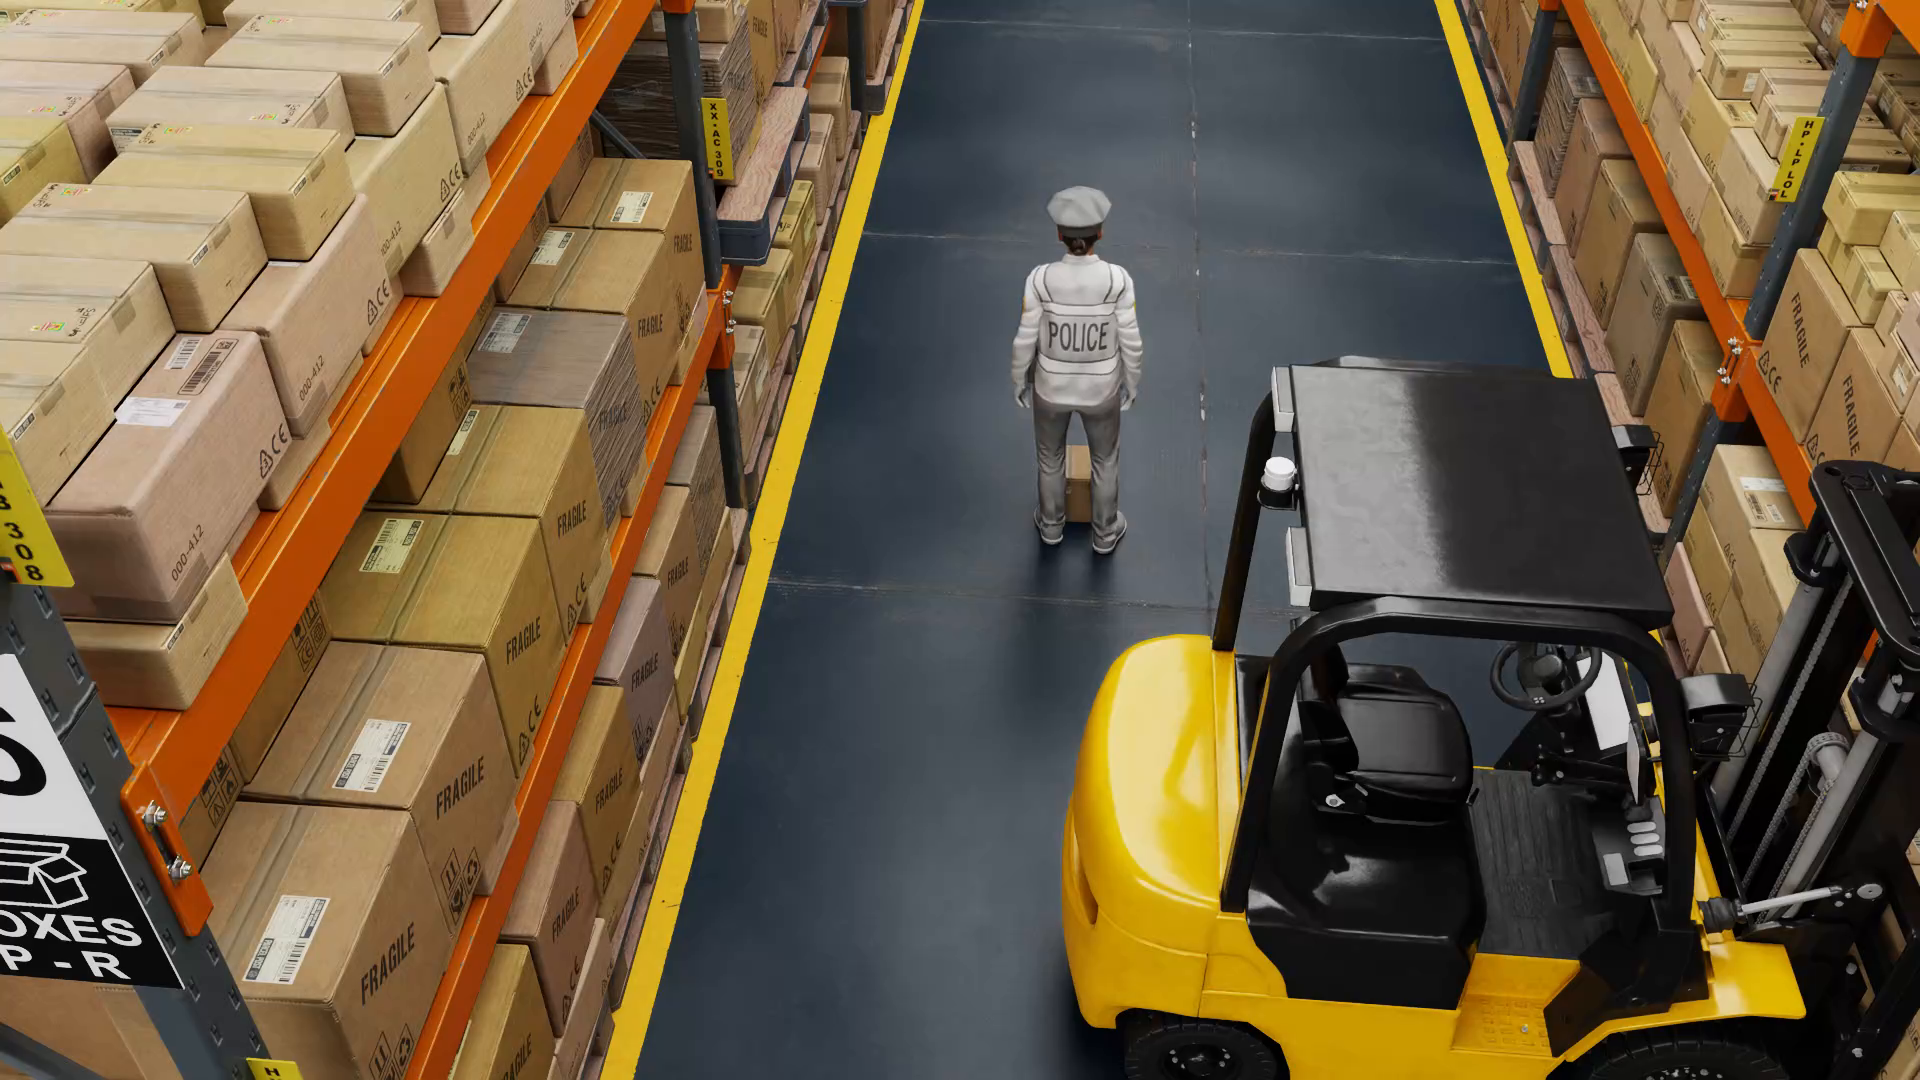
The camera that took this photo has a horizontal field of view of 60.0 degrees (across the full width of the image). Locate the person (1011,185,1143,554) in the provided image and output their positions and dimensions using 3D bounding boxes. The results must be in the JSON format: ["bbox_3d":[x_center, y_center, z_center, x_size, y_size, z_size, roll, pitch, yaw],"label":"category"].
[{"bbox_3d":[0.482,-0.653,6.924,0.536,1.663,0.405,3,40,3],"label":"person"}]
